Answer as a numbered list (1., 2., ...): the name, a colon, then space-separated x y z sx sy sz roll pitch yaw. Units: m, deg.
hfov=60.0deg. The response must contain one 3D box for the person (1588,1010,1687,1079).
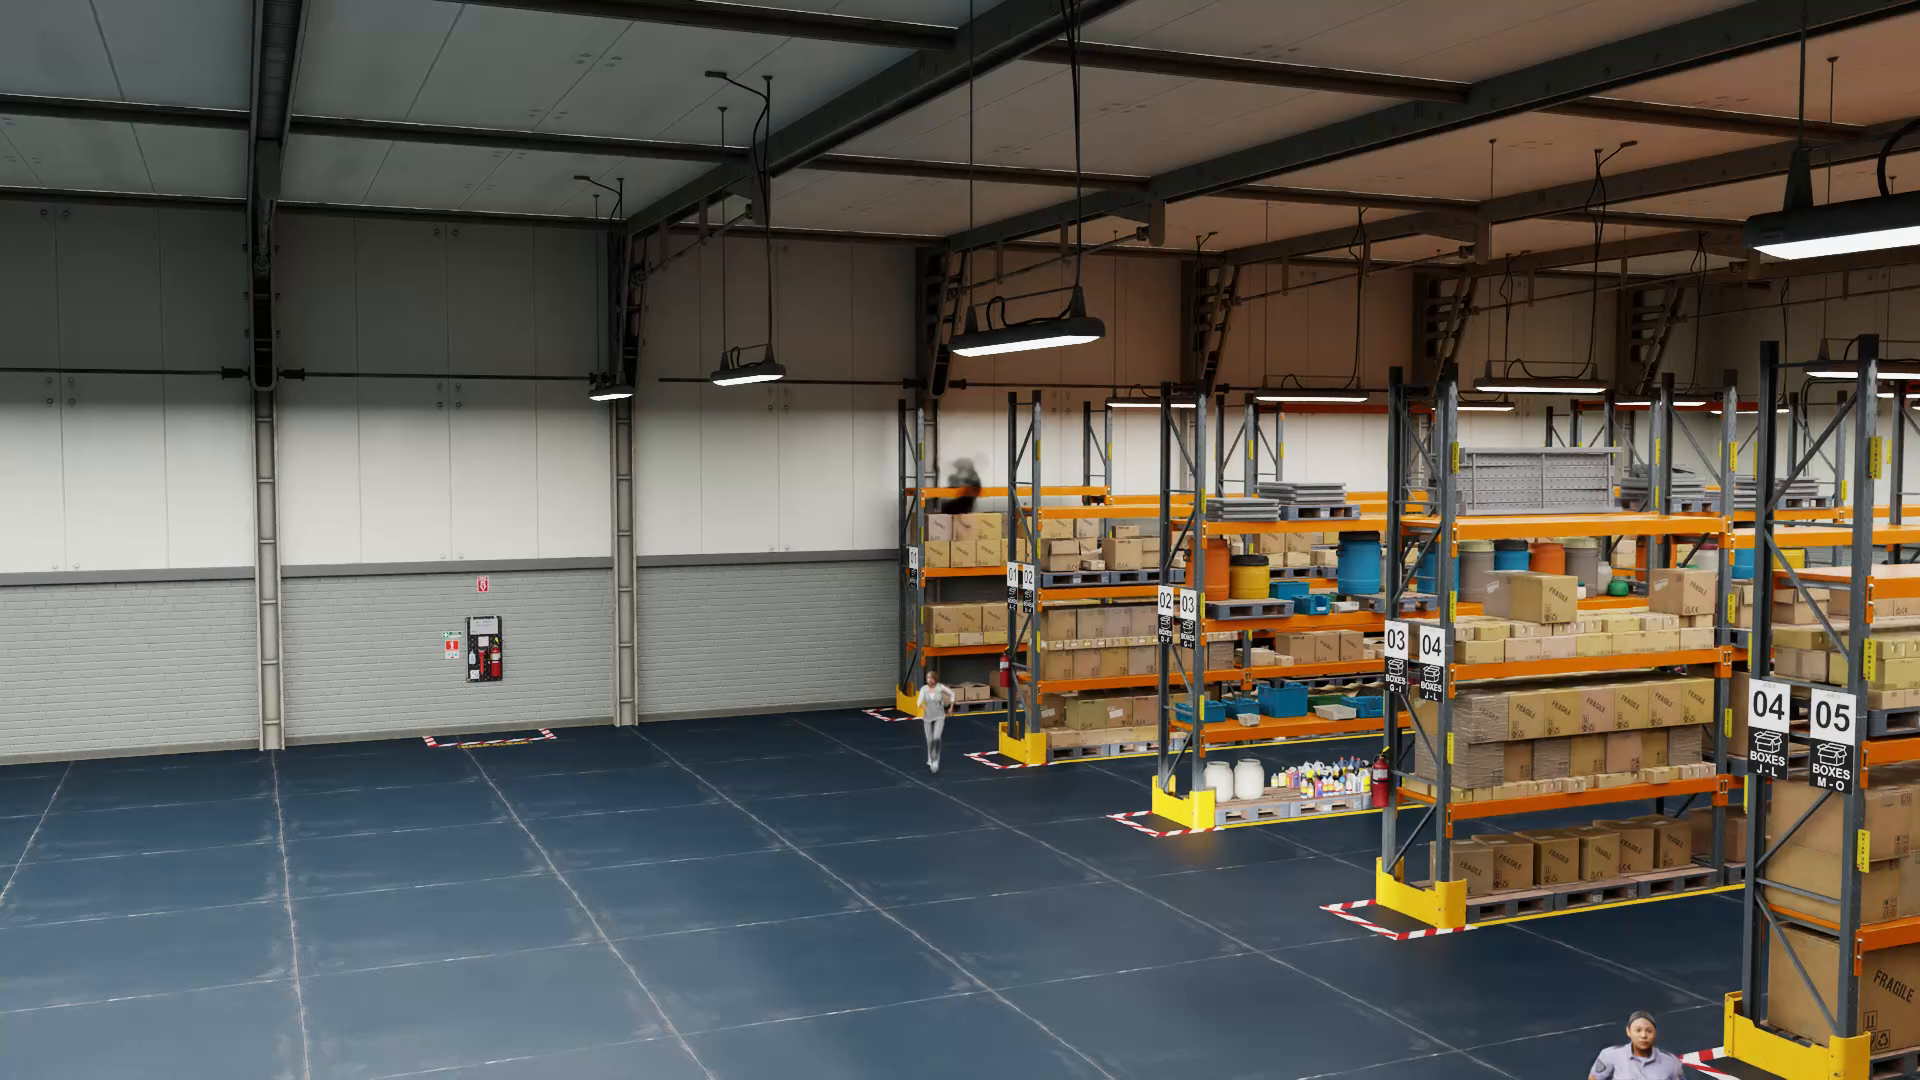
1. person: 4.273 3.759 10.474 0.608 1.621 0.652 1 4 18

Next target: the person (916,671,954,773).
1. person: -0.391 2.832 25.992 0.551 1.580 0.808 1 3 11
